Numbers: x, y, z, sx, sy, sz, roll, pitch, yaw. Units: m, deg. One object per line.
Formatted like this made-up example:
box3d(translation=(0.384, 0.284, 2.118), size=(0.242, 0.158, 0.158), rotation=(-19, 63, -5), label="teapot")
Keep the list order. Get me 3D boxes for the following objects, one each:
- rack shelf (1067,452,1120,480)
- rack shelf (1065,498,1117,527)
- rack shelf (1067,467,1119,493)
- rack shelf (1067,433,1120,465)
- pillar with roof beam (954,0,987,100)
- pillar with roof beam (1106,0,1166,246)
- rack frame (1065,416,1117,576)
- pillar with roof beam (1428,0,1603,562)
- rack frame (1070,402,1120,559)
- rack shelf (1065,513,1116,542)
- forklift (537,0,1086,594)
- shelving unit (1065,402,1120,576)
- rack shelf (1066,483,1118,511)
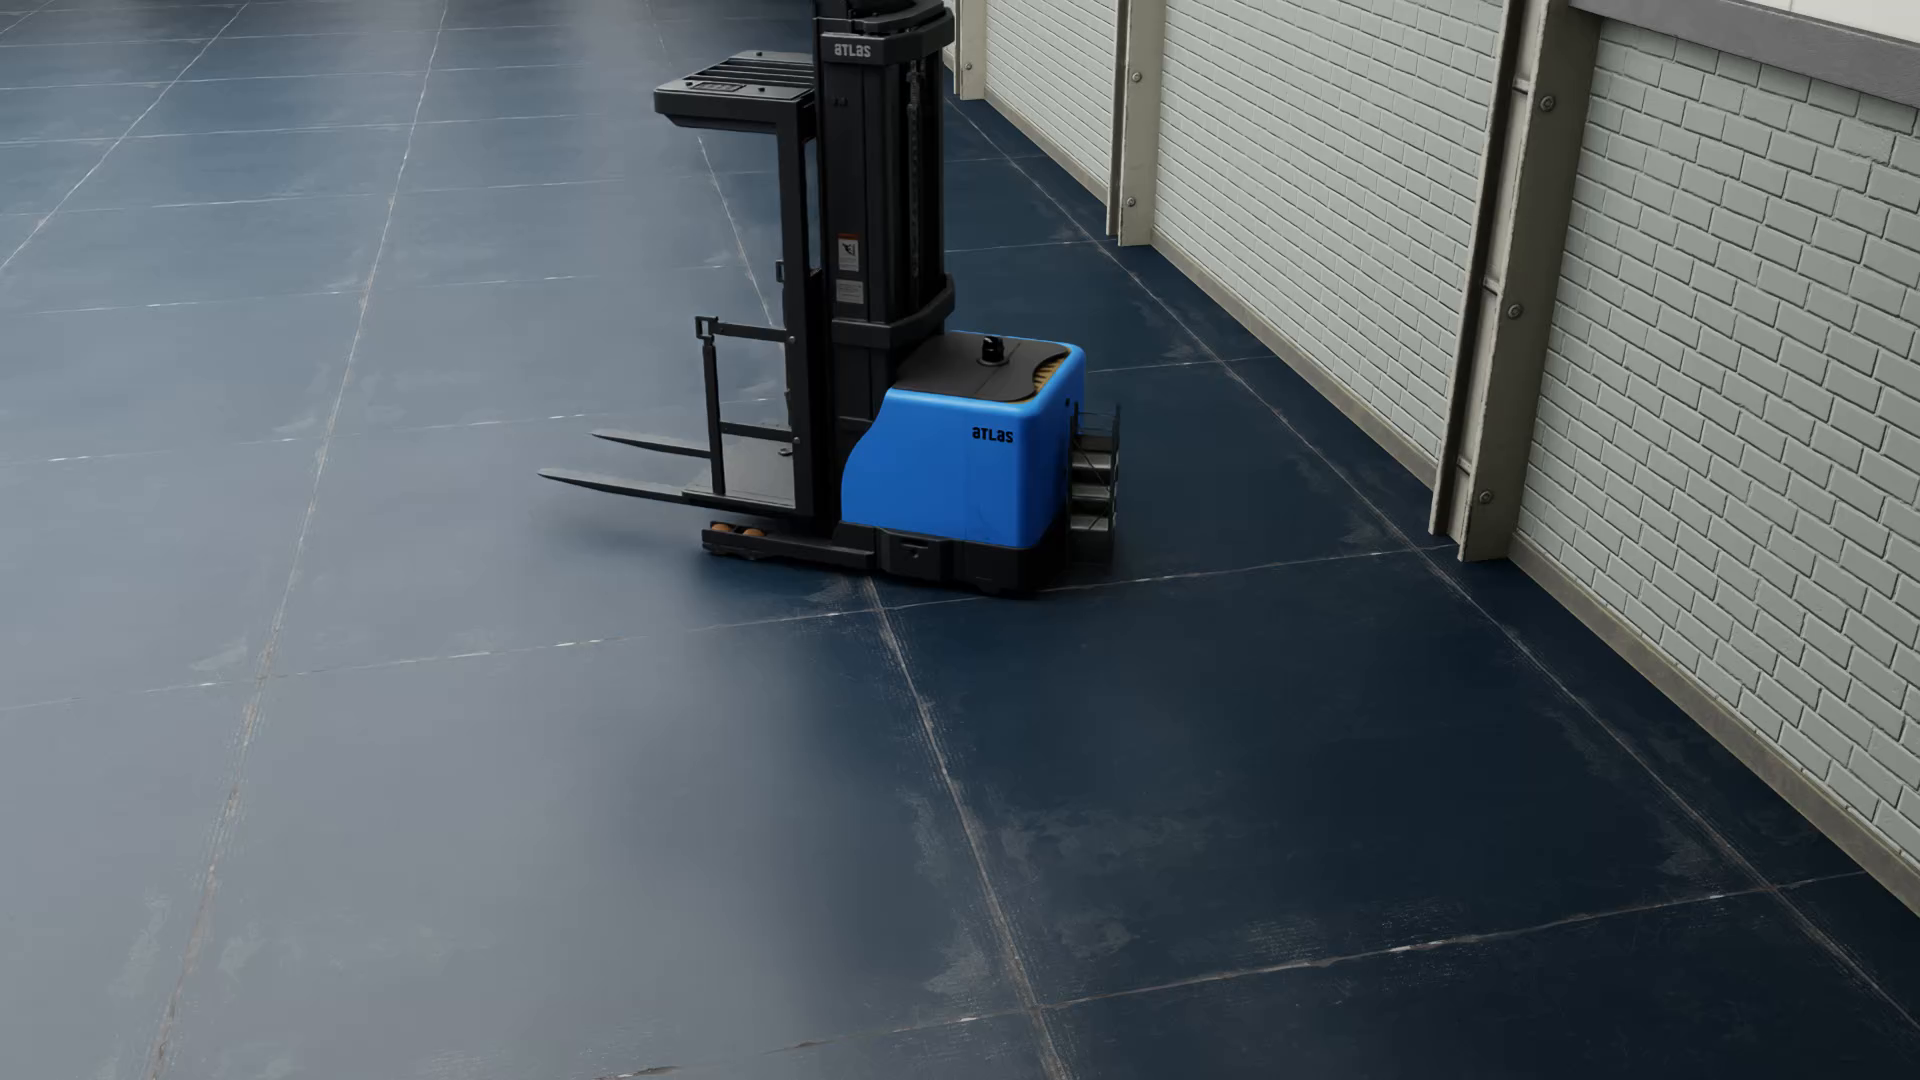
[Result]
box3d(translation=(0.699, -0.397, 8.711), size=(0.258, 0.077, 0.200), rotation=(4, 27, 9), label="rack shelf")
box3d(translation=(0.699, -0.155, 8.833), size=(0.258, 0.077, 0.200), rotation=(4, 27, 9), label="rack shelf")
box3d(translation=(0.699, -0.316, 8.752), size=(0.258, 0.077, 0.200), rotation=(4, 27, 9), label="rack shelf")
box3d(translation=(0.699, -0.477, 8.671), size=(0.258, 0.077, 0.200), rotation=(4, 27, 9), label="rack shelf")
box3d(translation=(-4.073, -8.831, 16.759), size=(9.100, 9.000, 0.400), rotation=(-6, 27, -12), label="pillar with roof beam")
box3d(translation=(-2.721, -6.197, 11.540), size=(9.100, 9.000, 0.400), rotation=(-6, 27, -12), label="pillar with roof beam")
box3d(translation=(0.681, -0.220, 8.688), size=(0.240, 0.900, 0.006), rotation=(4, 27, 9), label="rack frame")
box3d(translation=(-1.368, -3.563, 6.321), size=(9.100, 9.000, 0.400), rotation=(-6, 27, -12), label="pillar with roof beam")
box3d(translation=(0.716, -0.311, 8.867), size=(0.240, 0.900, 0.006), rotation=(4, 27, 9), label="rack frame")
box3d(translation=(0.699, -0.075, 8.874), size=(0.258, 0.077, 0.200), rotation=(4, 27, 9), label="rack shelf")
box3d(translation=(-0.885, -1.413, 8.798), size=(3.031, 2.935, 1.130), rotation=(9, 28, 17), label="forklift")
box3d(translation=(0.699, -0.266, 8.777), size=(0.258, 0.900, 0.210), rotation=(4, 27, 9), label="shelving unit")
box3d(translation=(0.699, -0.236, 8.792), size=(0.258, 0.077, 0.200), rotation=(4, 27, 9), label="rack shelf")
